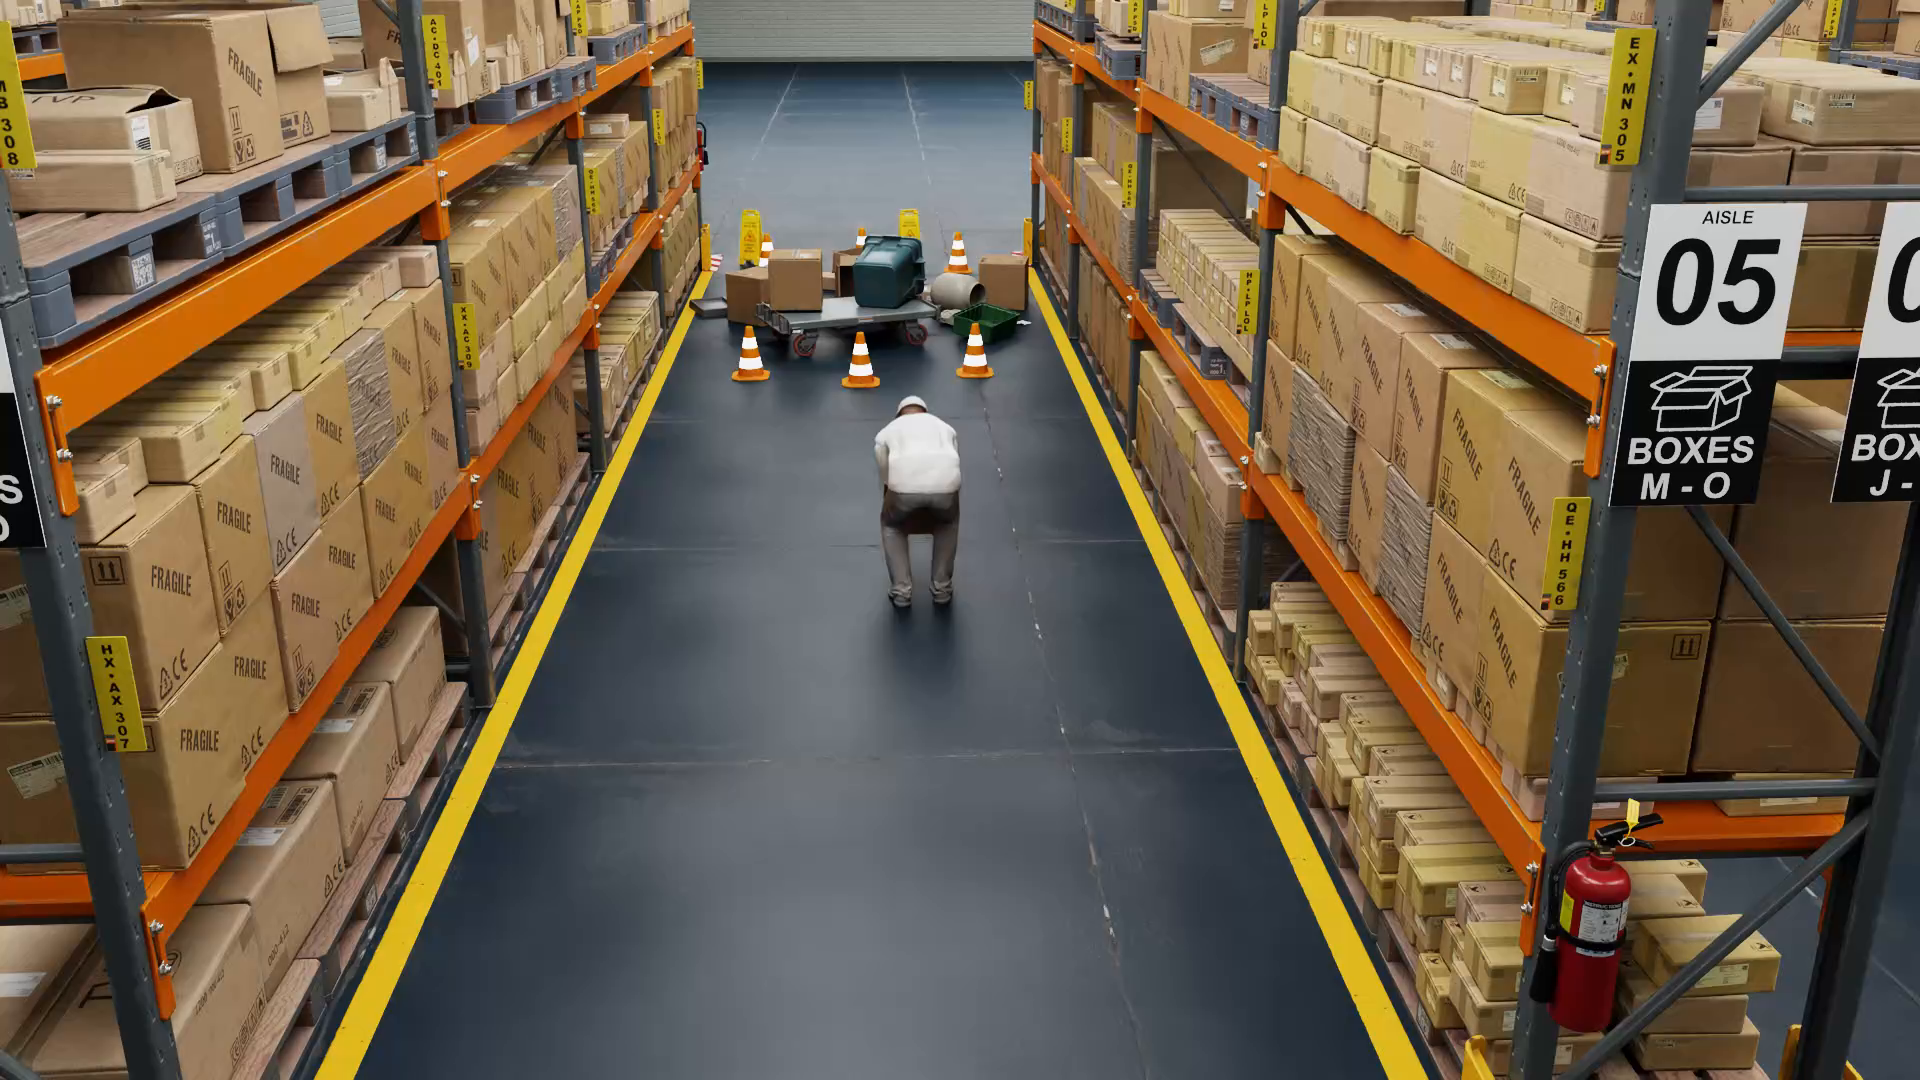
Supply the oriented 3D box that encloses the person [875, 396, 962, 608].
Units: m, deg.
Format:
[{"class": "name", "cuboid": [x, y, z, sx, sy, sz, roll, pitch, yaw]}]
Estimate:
[{"class": "person", "cuboid": [-0.254, -0.231, 10.093, 0.505, 1.123, 0.962, -2, 20, -6]}]
